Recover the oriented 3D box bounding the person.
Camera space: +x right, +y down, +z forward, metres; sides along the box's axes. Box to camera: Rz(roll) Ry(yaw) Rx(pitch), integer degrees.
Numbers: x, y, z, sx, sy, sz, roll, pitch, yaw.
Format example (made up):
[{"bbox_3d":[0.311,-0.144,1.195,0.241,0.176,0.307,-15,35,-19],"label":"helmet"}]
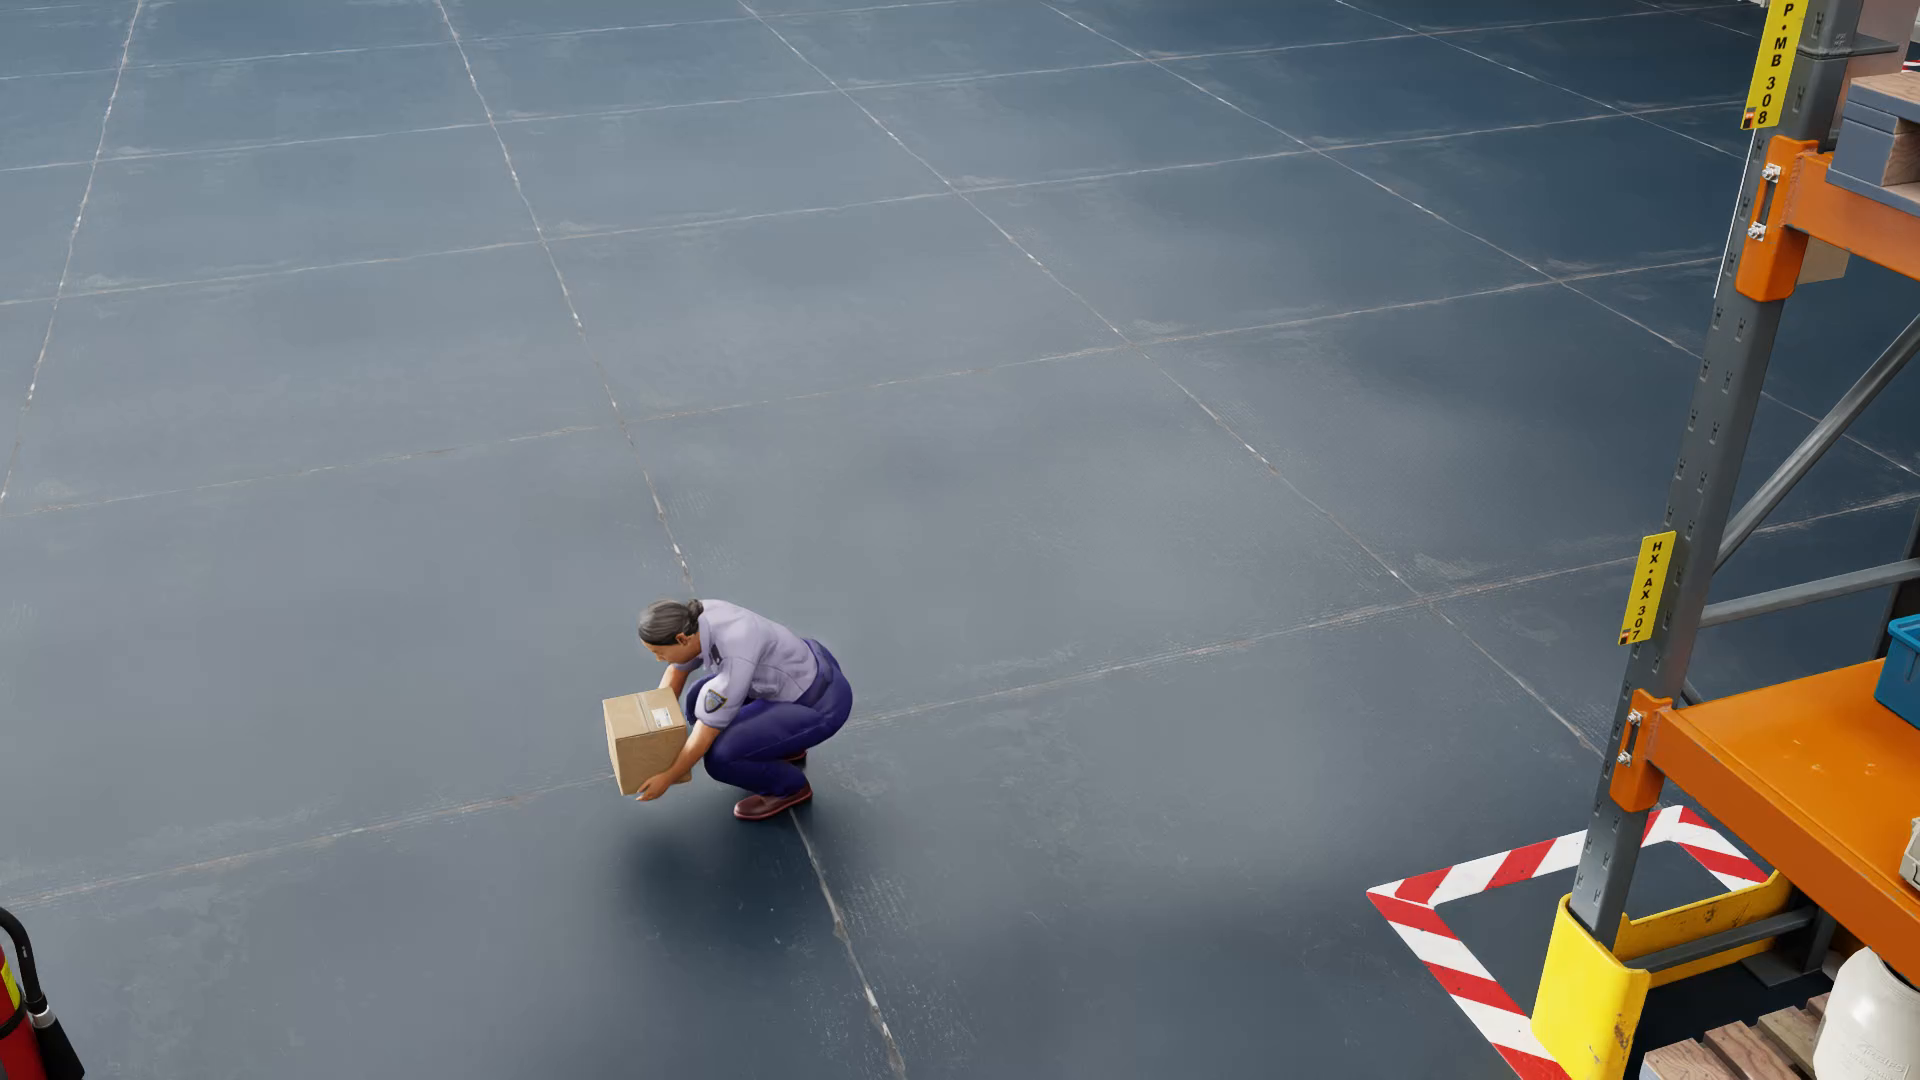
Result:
[{"bbox_3d":[-0.797,0.544,5.940,0.824,0.924,0.533,-10,32,-17],"label":"person"}]
